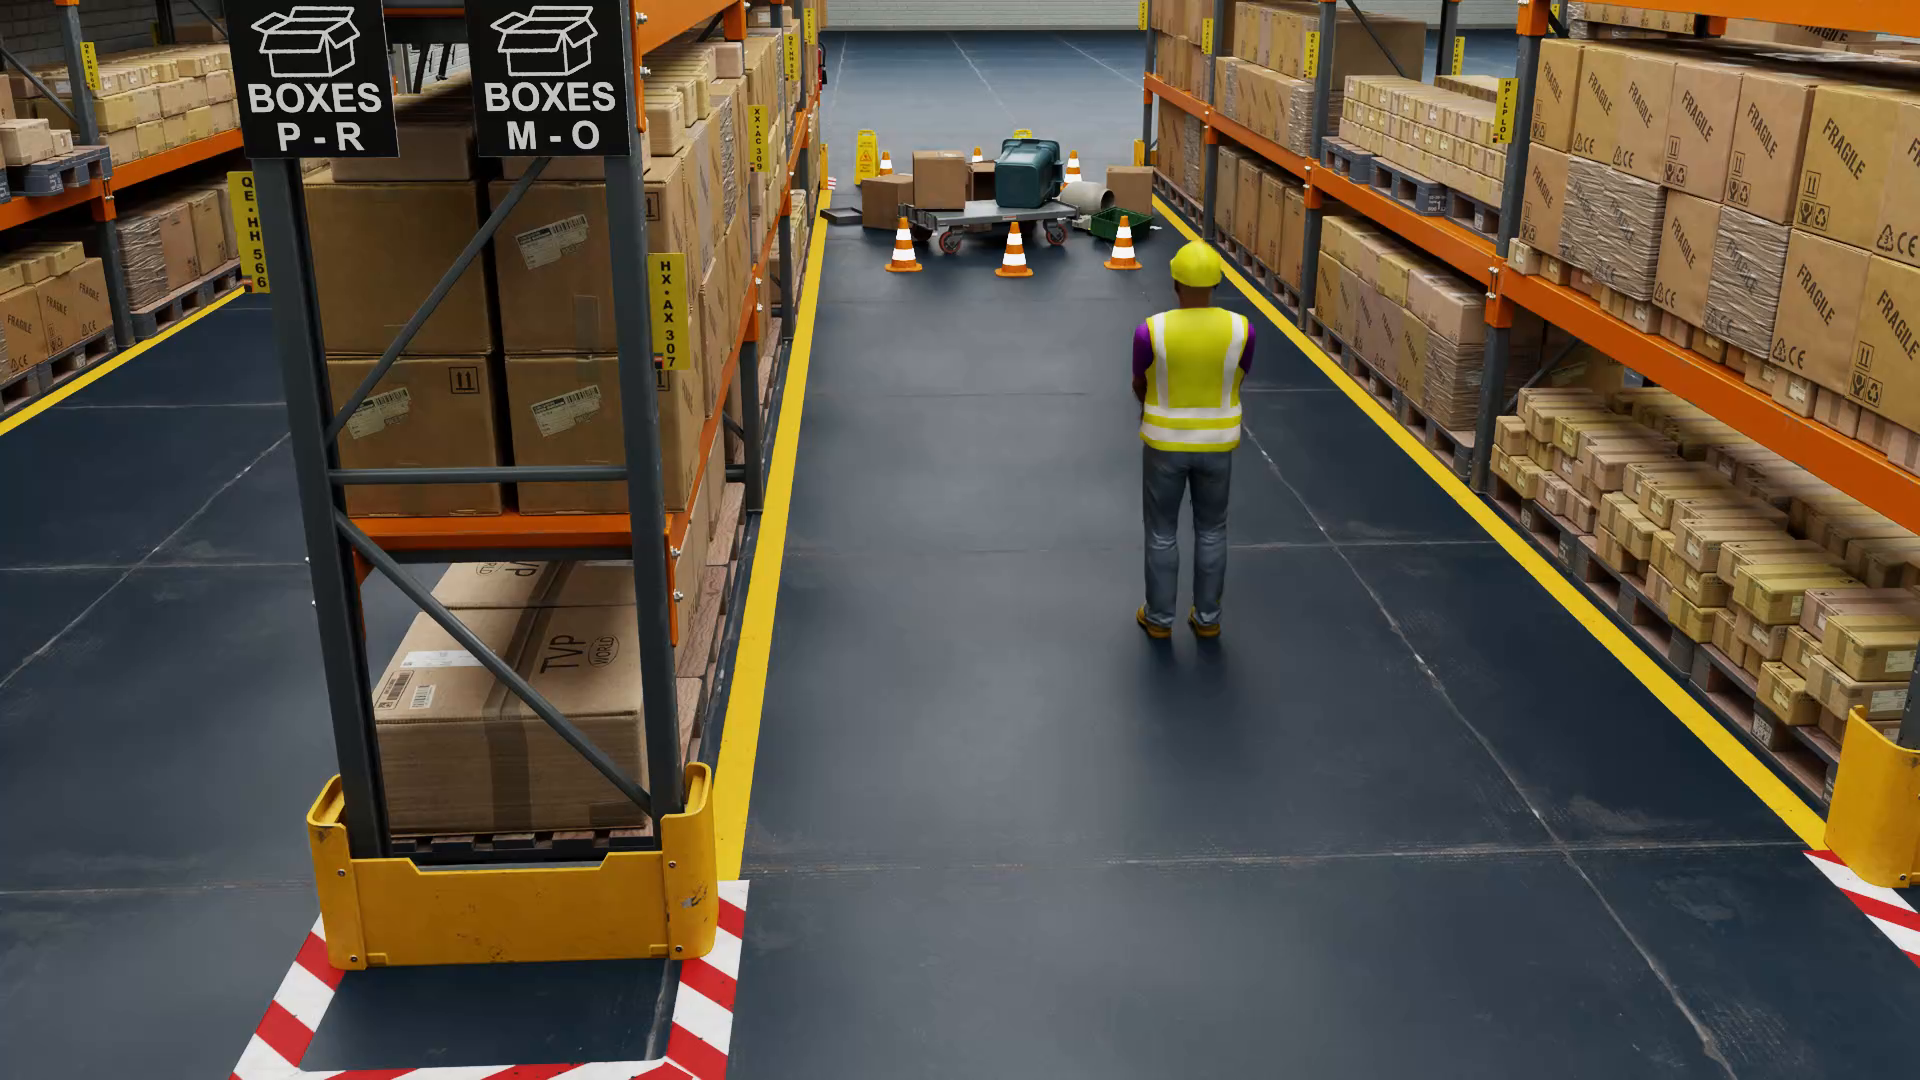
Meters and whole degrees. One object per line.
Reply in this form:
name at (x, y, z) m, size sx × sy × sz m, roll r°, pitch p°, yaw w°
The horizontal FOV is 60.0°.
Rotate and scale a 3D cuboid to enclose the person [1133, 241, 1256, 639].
person at (0.981, -0.447, 7.254) m, size 0.510 × 1.767 × 0.575 m, roll 0°, pitch 20°, yaw -1°
